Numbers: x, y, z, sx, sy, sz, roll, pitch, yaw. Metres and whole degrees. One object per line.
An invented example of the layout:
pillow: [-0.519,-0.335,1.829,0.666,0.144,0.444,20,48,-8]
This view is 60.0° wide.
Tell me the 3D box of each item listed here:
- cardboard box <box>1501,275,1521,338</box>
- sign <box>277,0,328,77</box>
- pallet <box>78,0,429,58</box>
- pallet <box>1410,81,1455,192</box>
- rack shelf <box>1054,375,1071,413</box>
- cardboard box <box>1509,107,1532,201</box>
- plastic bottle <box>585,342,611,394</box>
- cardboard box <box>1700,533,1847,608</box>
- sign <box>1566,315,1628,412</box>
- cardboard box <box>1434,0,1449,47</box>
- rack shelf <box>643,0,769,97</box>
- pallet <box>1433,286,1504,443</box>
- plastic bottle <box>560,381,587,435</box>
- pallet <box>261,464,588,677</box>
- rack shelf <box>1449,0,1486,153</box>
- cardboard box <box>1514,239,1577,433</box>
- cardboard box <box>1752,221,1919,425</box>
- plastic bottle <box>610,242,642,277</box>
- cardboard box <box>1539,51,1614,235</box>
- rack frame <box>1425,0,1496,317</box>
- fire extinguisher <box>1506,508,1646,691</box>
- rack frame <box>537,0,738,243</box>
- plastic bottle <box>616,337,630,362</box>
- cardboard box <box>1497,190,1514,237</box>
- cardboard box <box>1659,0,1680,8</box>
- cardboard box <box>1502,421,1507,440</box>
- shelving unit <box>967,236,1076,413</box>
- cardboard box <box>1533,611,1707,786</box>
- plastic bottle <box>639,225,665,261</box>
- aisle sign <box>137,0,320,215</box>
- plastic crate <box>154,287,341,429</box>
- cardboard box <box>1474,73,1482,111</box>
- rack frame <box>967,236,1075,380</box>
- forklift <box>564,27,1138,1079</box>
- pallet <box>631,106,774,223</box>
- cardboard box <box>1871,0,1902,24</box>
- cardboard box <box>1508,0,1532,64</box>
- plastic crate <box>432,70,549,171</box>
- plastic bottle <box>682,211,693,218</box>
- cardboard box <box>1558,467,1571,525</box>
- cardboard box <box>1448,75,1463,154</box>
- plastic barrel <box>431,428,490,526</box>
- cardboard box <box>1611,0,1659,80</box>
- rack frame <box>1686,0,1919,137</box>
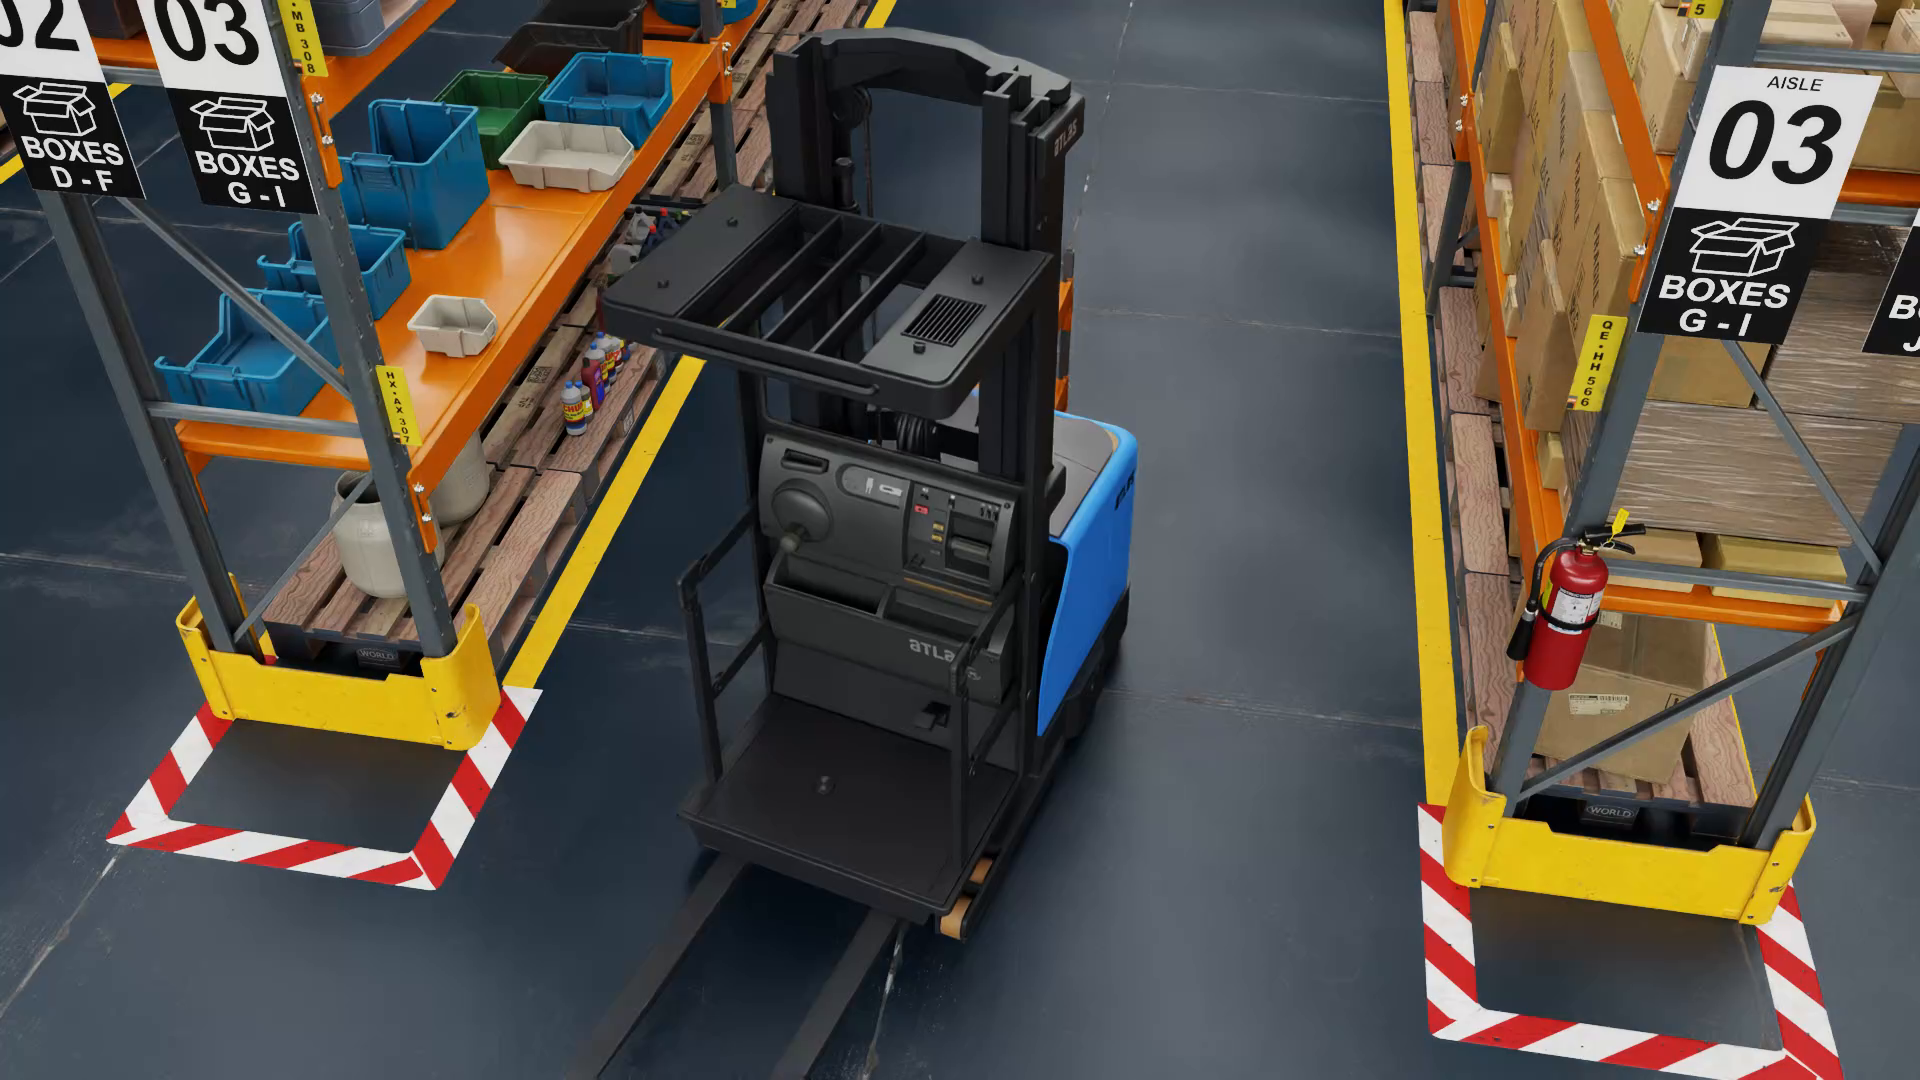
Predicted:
cardboard box: [2.405,-0.930,6.718,0.380,0.149,0.250,6,40,8]
sign: [-1.934,-1.514,4.867,0.100,0.325,0.005,6,40,8]
pallet: [-2.236,-2.010,5.621,1.003,0.211,1.213,6,40,8]
pallet: [3.437,-2.564,10.686,1.003,0.211,1.213,6,40,8]
rack shelf: [0.147,-0.422,7.762,0.538,0.278,1.000,10,41,12]
cardboard box: [2.848,-1.625,7.050,0.875,0.500,0.500,6,40,8]
plastic bottle: [-1.796,-0.855,8.226,0.097,0.271,0.097,0,40,0]
cardboard box: [2.687,0.072,5.506,0.380,0.149,0.250,6,40,8]
sign: [1.860,-0.514,4.861,0.100,0.325,0.005,6,40,8]
cardboard box: [3.691,-3.676,11.459,0.700,0.500,0.500,4,40,5]
rack shelf: [-1.437,-3.907,10.686,1.077,0.370,4.000,6,40,8]
pallet: [3.013,-0.882,8.652,1.003,0.211,1.213,6,40,8]
plastic bottle: [-1.855,-0.640,7.966,0.097,0.271,0.097,0,40,0]
pallet: [-2.363,0.094,7.470,1.003,0.211,1.213,6,40,8]
rack shelf: [3.441,-3.360,10.025,1.077,0.370,4.000,6,40,8]
cardboard box: [2.493,-0.695,5.924,0.875,0.500,0.500,6,40,8]
cardboard box: [2.766,-0.726,5.177,0.500,0.500,0.500,6,40,8]
plastic bottle: [-1.794,-1.493,8.994,0.152,0.276,0.135,6,40,8]
cardboard box: [2.424,-1.411,6.006,0.500,0.500,0.500,6,40,8]
rack frame: [3.095,-2.383,8.278,1.000,3.000,0.127,6,40,8]
fire extinguisher: [1.929,0.179,5.241,0.296,0.674,0.183,6,40,8]
rack frame: [-1.783,-2.929,8.938,1.000,3.000,0.127,6,40,8]
plastic bottle: [-1.743,-1.045,8.456,0.097,0.271,0.097,0,40,0]
cardboard box: [2.569,-1.397,7.282,0.380,0.149,0.250,6,40,8]
cardboard box: [2.243,-1.667,4.863,0.380,0.149,0.250,5,40,6]
cardboard box: [2.865,-0.576,7.725,0.500,0.500,0.500,3,40,4]
shelving unit: [0.147,-0.611,7.606,0.538,1.125,1.048,10,41,12]
cardboard box: [2.527,0.539,6.376,0.500,0.500,0.500,14,41,16]
plastic bottle: [-1.644,-1.521,8.969,0.144,0.351,0.185,5,40,5]
aisle sign: [-2.199,-1.343,4.980,0.394,0.787,0.004,6,40,8]
plastic crate: [-2.684,-0.708,6.369,0.499,0.251,0.616,6,40,8]
cardboard box: [2.761,-2.184,8.235,0.380,0.149,0.250,6,40,8]
rack frame: [0.279,-0.923,7.984,0.500,1.125,0.032,10,41,12]
forklift: [-0.343,-0.007,5.458,1.130,2.935,3.031,16,42,18]
pallet: [-1.686,-2.351,10.428,1.003,0.211,1.213,6,40,8]
cardboard box: [2.741,-1.596,4.777,0.380,0.149,0.250,6,40,7]
cardboard box: [2.682,-2.353,7.145,0.500,0.500,0.500,6,40,8]
plastic crate: [-2.296,-2.026,8.013,0.450,0.188,0.662,6,40,8]
plastic bottle: [-1.539,-1.758,9.373,0.097,0.201,0.097,0,40,0]
cardboard box: [2.293,-0.134,5.755,0.380,0.149,0.250,6,40,8]
cardboard box: [3.420,-2.620,10.181,0.700,0.500,0.500,3,40,4]
plastic barrel: [-2.350,-0.357,7.451,0.421,0.512,0.421,0,40,0]
cardboard box: [2.319,-1.615,5.113,0.500,0.250,0.500,7,40,8]
rack frame: [2.403,-2.184,3.330,1.000,3.000,0.127,6,40,8]
